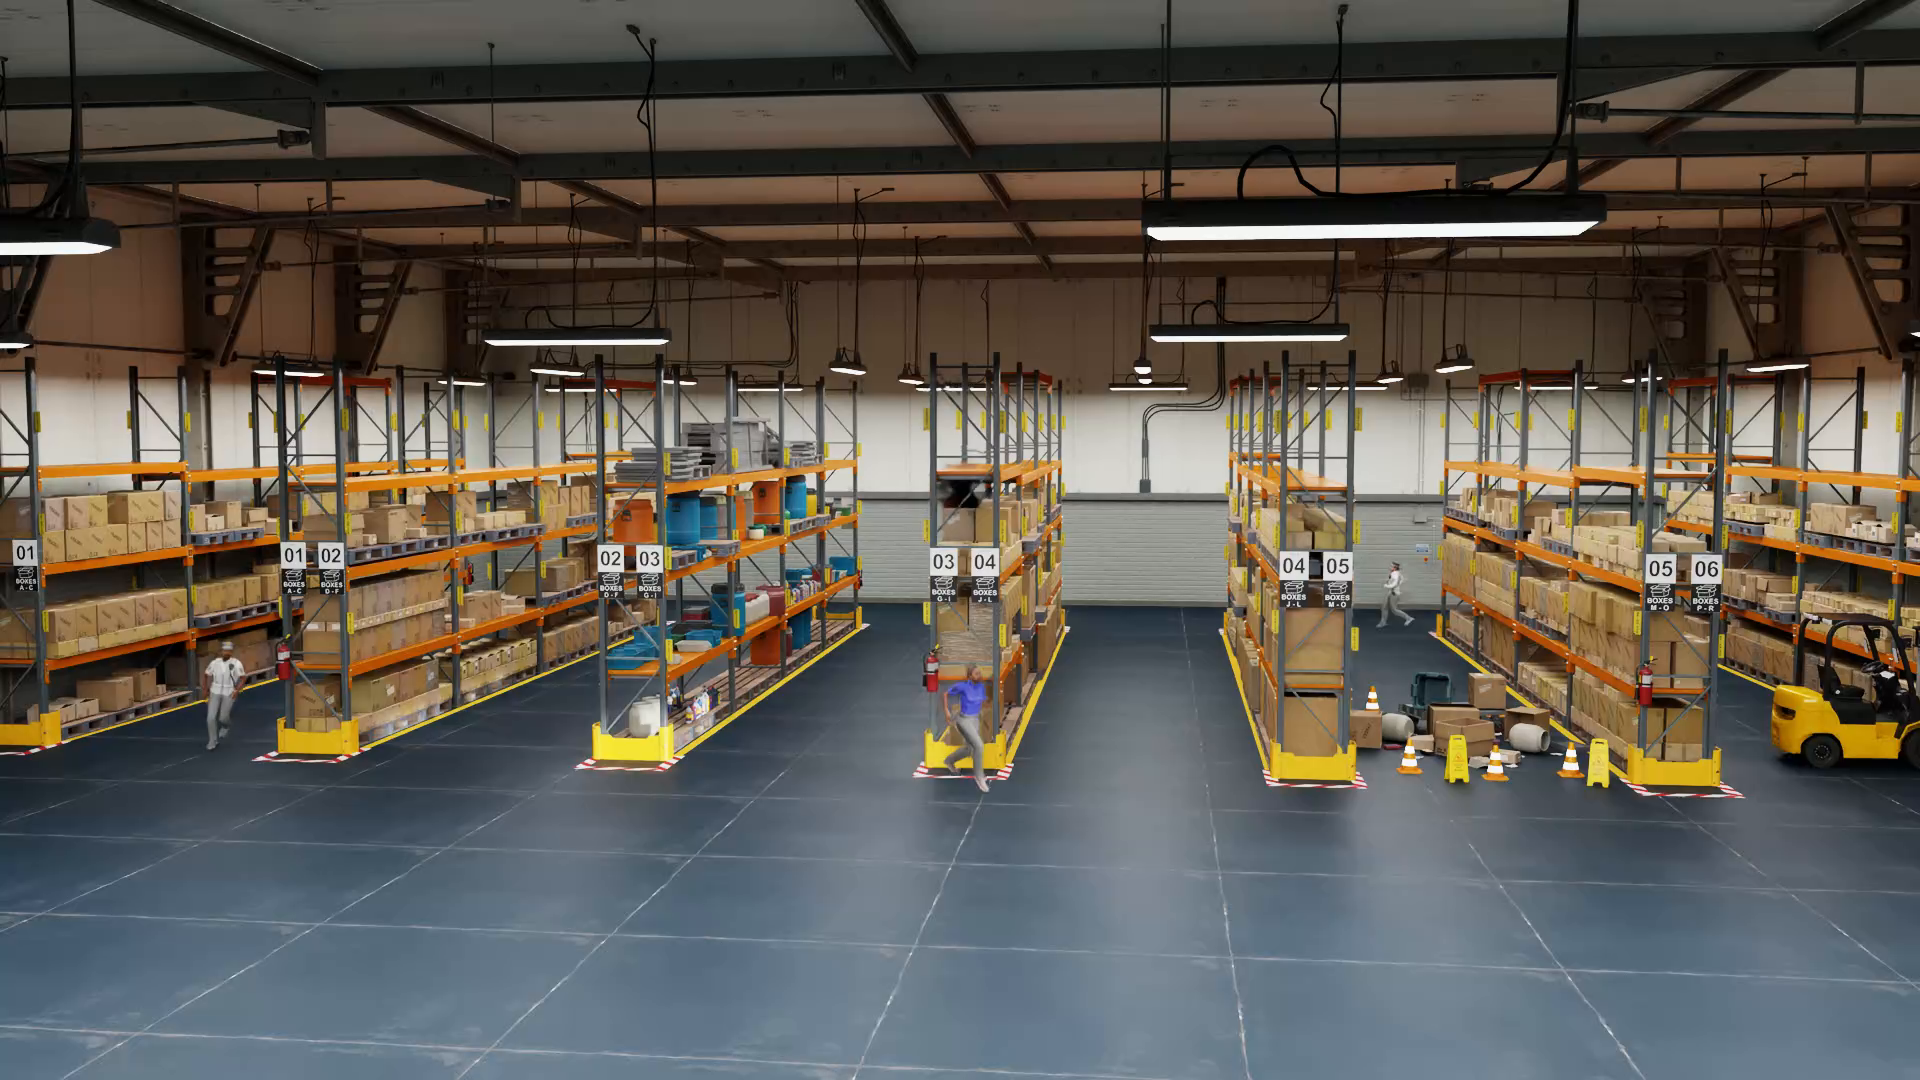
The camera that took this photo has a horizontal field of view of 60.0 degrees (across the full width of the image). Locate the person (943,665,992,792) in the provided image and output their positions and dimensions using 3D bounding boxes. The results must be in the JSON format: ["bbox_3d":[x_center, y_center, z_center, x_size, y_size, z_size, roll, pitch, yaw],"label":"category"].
[{"bbox_3d":[0.087,2.521,22.507,0.830,1.698,0.599,4,5,43],"label":"person"}]

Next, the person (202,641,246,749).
[{"bbox_3d":[-11.385,2.382,25.733,0.621,1.651,0.516,-1,4,-11],"label":"person"}]

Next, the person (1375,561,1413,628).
[{"bbox_3d":[10.522,1.336,40.278,0.904,1.675,0.636,1,4,14],"label":"person"}]
